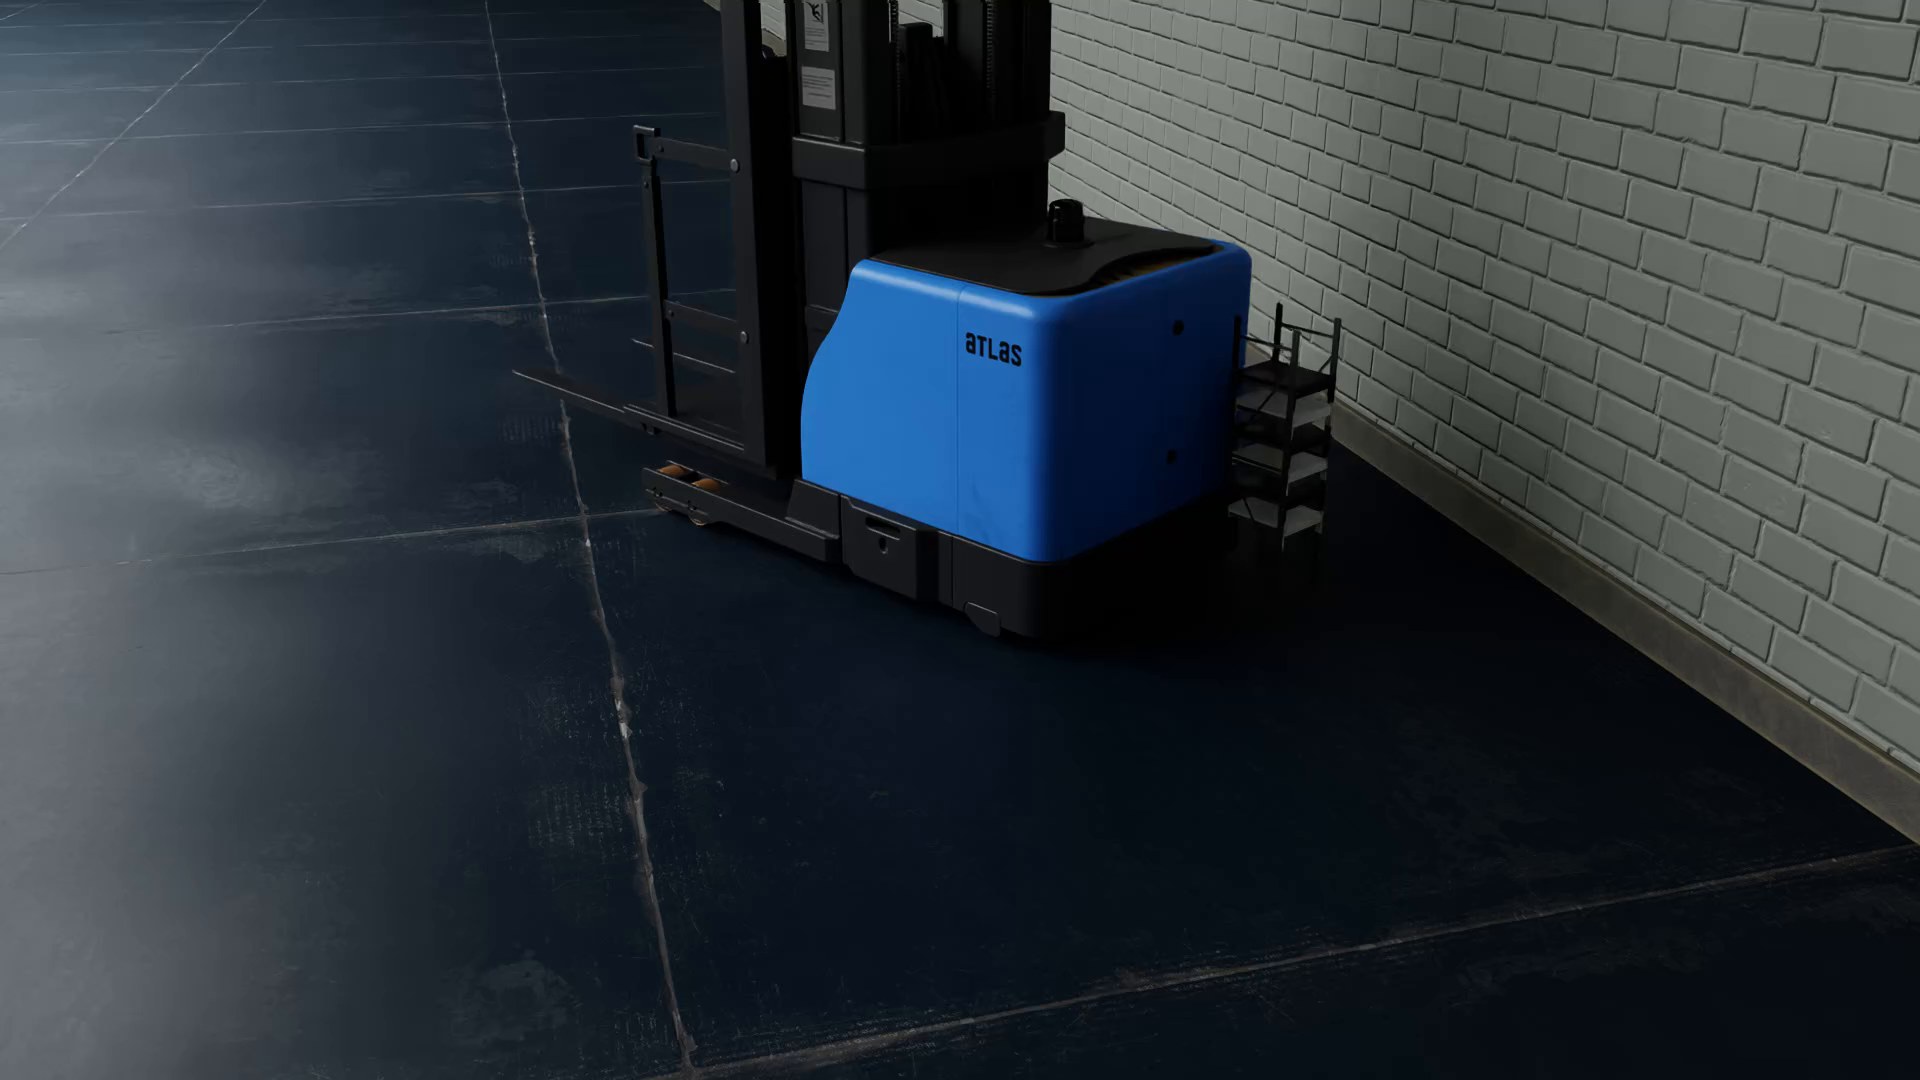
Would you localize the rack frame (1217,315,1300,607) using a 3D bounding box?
[{"bbox_3d":[0.920,-0.236,5.158,0.006,0.900,0.240,-20,30,-38],"label":"rack frame"}]

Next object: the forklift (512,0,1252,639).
[{"bbox_3d":[-0.500,-1.529,5.597,3.031,2.935,1.130,20,30,39],"label":"forklift"}]

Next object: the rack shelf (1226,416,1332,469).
[{"bbox_3d":[0.995,-0.315,5.199,0.200,0.077,0.258,-20,30,-38],"label":"rack shelf"}]

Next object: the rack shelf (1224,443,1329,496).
[{"bbox_3d":[0.995,-0.232,5.234,0.200,0.077,0.258,-20,30,-38],"label":"rack shelf"}]

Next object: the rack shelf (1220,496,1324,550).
[{"bbox_3d":[0.995,-0.067,5.305,0.200,0.077,0.258,-20,30,-38],"label":"rack shelf"}]

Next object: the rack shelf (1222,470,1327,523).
[{"bbox_3d":[0.995,-0.150,5.270,0.200,0.077,0.258,-20,30,-38],"label":"rack shelf"}]

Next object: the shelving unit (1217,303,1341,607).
[{"bbox_3d":[0.995,-0.263,5.221,0.210,0.900,0.258,-20,30,-38],"label":"shelving unit"}]

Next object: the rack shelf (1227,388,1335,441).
[{"bbox_3d":[0.995,-0.398,5.163,0.200,0.077,0.258,-20,30,-38],"label":"rack shelf"}]

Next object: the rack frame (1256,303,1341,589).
[{"bbox_3d":[1.070,-0.290,5.284,0.006,0.900,0.240,-20,30,-38],"label":"rack frame"}]

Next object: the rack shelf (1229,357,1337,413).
[{"bbox_3d":[0.995,-0.480,5.128,0.200,0.077,0.258,-20,30,-38],"label":"rack shelf"}]
